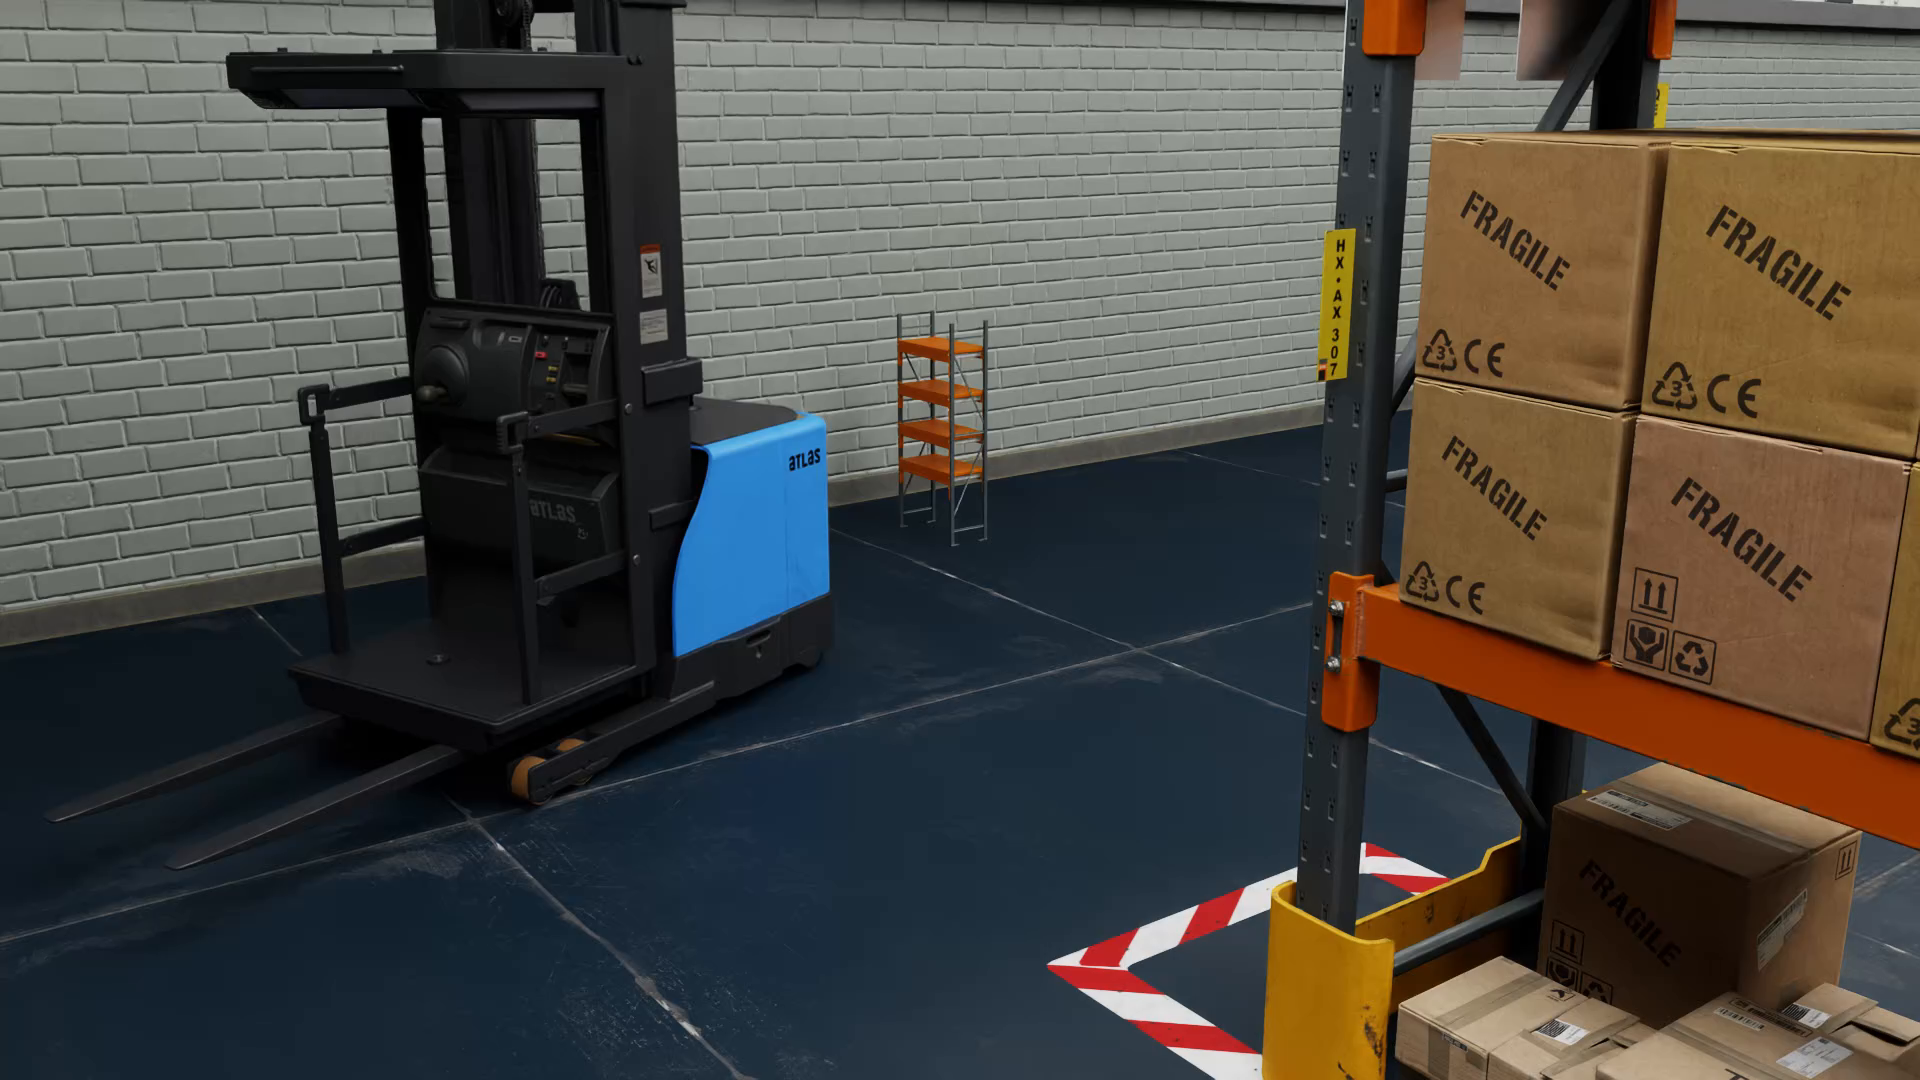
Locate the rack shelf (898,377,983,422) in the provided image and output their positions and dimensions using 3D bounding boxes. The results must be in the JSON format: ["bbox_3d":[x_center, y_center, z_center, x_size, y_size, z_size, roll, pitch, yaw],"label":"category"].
[{"bbox_3d":[-0.097,-0.765,9.006,0.258,0.148,0.480,-11,19,-35],"label":"rack shelf"}]

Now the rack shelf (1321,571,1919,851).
[{"bbox_3d":[2.436,0.597,2.577,1.077,0.370,4.000,-11,19,-35],"label":"rack shelf"}]

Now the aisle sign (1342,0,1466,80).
[{"bbox_3d":[0.982,-1.400,3.586,0.394,0.787,0.004,-11,19,-35],"label":"aisle sign"}]

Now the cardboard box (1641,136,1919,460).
[{"bbox_3d":[1.621,-0.462,2.998,0.500,0.500,0.500,-11,19,-34],"label":"cardboard box"}]

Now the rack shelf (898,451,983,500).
[{"bbox_3d":[-0.097,-0.358,9.117,0.258,0.148,0.480,-11,19,-35],"label":"rack shelf"}]

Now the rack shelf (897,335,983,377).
[{"bbox_3d":[-0.097,-0.993,8.943,0.258,0.148,0.480,-11,19,-35],"label":"rack shelf"}]

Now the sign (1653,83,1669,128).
[{"bbox_3d":[1.721,-0.970,4.147,0.100,0.325,0.005,-11,19,-35],"label":"sign"}]

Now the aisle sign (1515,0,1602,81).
[{"bbox_3d":[1.468,-1.493,3.926,0.394,0.787,0.004,-11,19,-35],"label":"aisle sign"}]

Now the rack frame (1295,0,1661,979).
[{"bbox_3d":[1.260,-0.177,4.042,1.000,3.000,0.127,-11,19,-35],"label":"rack frame"}]

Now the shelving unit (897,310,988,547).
[{"bbox_3d":[-0.097,-0.614,9.047,0.258,1.200,0.503,-11,19,-35],"label":"shelving unit"}]

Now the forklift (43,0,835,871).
[{"bbox_3d":[-1.742,-0.639,5.858,1.130,2.935,3.031,9,18,30],"label":"forklift"}]

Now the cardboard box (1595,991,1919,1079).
[{"bbox_3d":[1.644,1.204,3.372,0.500,0.250,0.500,-11,19,-35],"label":"cardboard box"}]

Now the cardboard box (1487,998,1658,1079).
[{"bbox_3d":[1.375,1.173,3.642,0.380,0.166,0.250,-11,19,-35],"label":"cardboard box"}]

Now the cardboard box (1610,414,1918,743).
[{"bbox_3d":[1.615,0.019,3.134,0.500,0.500,0.500,-11,19,-35],"label":"cardboard box"}]

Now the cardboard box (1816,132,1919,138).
[{"bbox_3d":[2.042,-0.548,3.312,0.500,0.500,0.500,-10,18,-33],"label":"cardboard box"}]

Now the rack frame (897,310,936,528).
[{"bbox_3d":[-0.241,-0.666,9.237,0.240,1.200,0.015,-11,19,-35],"label":"rack frame"}]

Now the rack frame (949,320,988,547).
[{"bbox_3d":[0.046,-0.562,8.856,0.240,1.200,0.015,-11,19,-35],"label":"rack frame"}]

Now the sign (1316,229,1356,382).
[{"bbox_3d":[0.821,-0.511,3.620,0.100,0.325,0.005,-11,19,-35],"label":"sign"}]

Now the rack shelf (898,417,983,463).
[{"bbox_3d":[-0.097,-0.549,9.065,0.258,0.148,0.480,-11,19,-35],"label":"rack shelf"}]

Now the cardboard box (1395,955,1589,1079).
[{"bbox_3d":[1.228,1.128,3.839,0.380,0.149,0.250,-11,19,-35],"label":"cardboard box"}]

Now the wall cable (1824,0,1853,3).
[{"bbox_3d":[8.738,-7.902,14.807,2.277,5.999,0.120,-11,19,-35],"label":"wall cable"}]

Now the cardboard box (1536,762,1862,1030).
[{"bbox_3d":[1.779,0.894,4.030,0.500,0.500,0.500,-11,19,-35],"label":"cardboard box"}]

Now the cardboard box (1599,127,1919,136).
[{"bbox_3d":[1.744,-0.656,3.706,0.500,0.500,0.500,-11,19,-35],"label":"cardboard box"}]

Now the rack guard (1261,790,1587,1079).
[{"bbox_3d":[1.305,1.044,4.313,1.175,0.500,0.348,-11,19,-35],"label":"rack guard"}]

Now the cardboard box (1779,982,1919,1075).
[{"bbox_3d":[1.944,1.155,3.707,0.380,0.166,0.250,-11,19,-35],"label":"cardboard box"}]

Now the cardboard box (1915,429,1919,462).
[{"bbox_3d":[1.911,-0.354,2.605,0.500,0.500,0.500,-11,19,-34],"label":"cardboard box"}]

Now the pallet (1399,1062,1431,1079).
[{"bbox_3d":[1.774,1.354,3.730,1.003,0.211,1.213,-11,19,-35],"label":"pallet"}]

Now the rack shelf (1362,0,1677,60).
[{"bbox_3d":[2.436,-0.850,2.181,1.077,0.370,4.000,-11,19,-35],"label":"rack shelf"}]

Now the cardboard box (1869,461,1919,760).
[{"bbox_3d":[1.908,0.127,2.741,0.500,0.500,0.500,-11,19,-35],"label":"cardboard box"}]

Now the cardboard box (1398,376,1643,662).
[{"bbox_3d":[1.307,-0.090,3.533,0.500,0.500,0.500,-10,18,-33],"label":"cardboard box"}]

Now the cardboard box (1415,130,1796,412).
[{"bbox_3d":[1.307,-0.572,3.401,0.500,0.500,0.500,-10,18,-33],"label":"cardboard box"}]
